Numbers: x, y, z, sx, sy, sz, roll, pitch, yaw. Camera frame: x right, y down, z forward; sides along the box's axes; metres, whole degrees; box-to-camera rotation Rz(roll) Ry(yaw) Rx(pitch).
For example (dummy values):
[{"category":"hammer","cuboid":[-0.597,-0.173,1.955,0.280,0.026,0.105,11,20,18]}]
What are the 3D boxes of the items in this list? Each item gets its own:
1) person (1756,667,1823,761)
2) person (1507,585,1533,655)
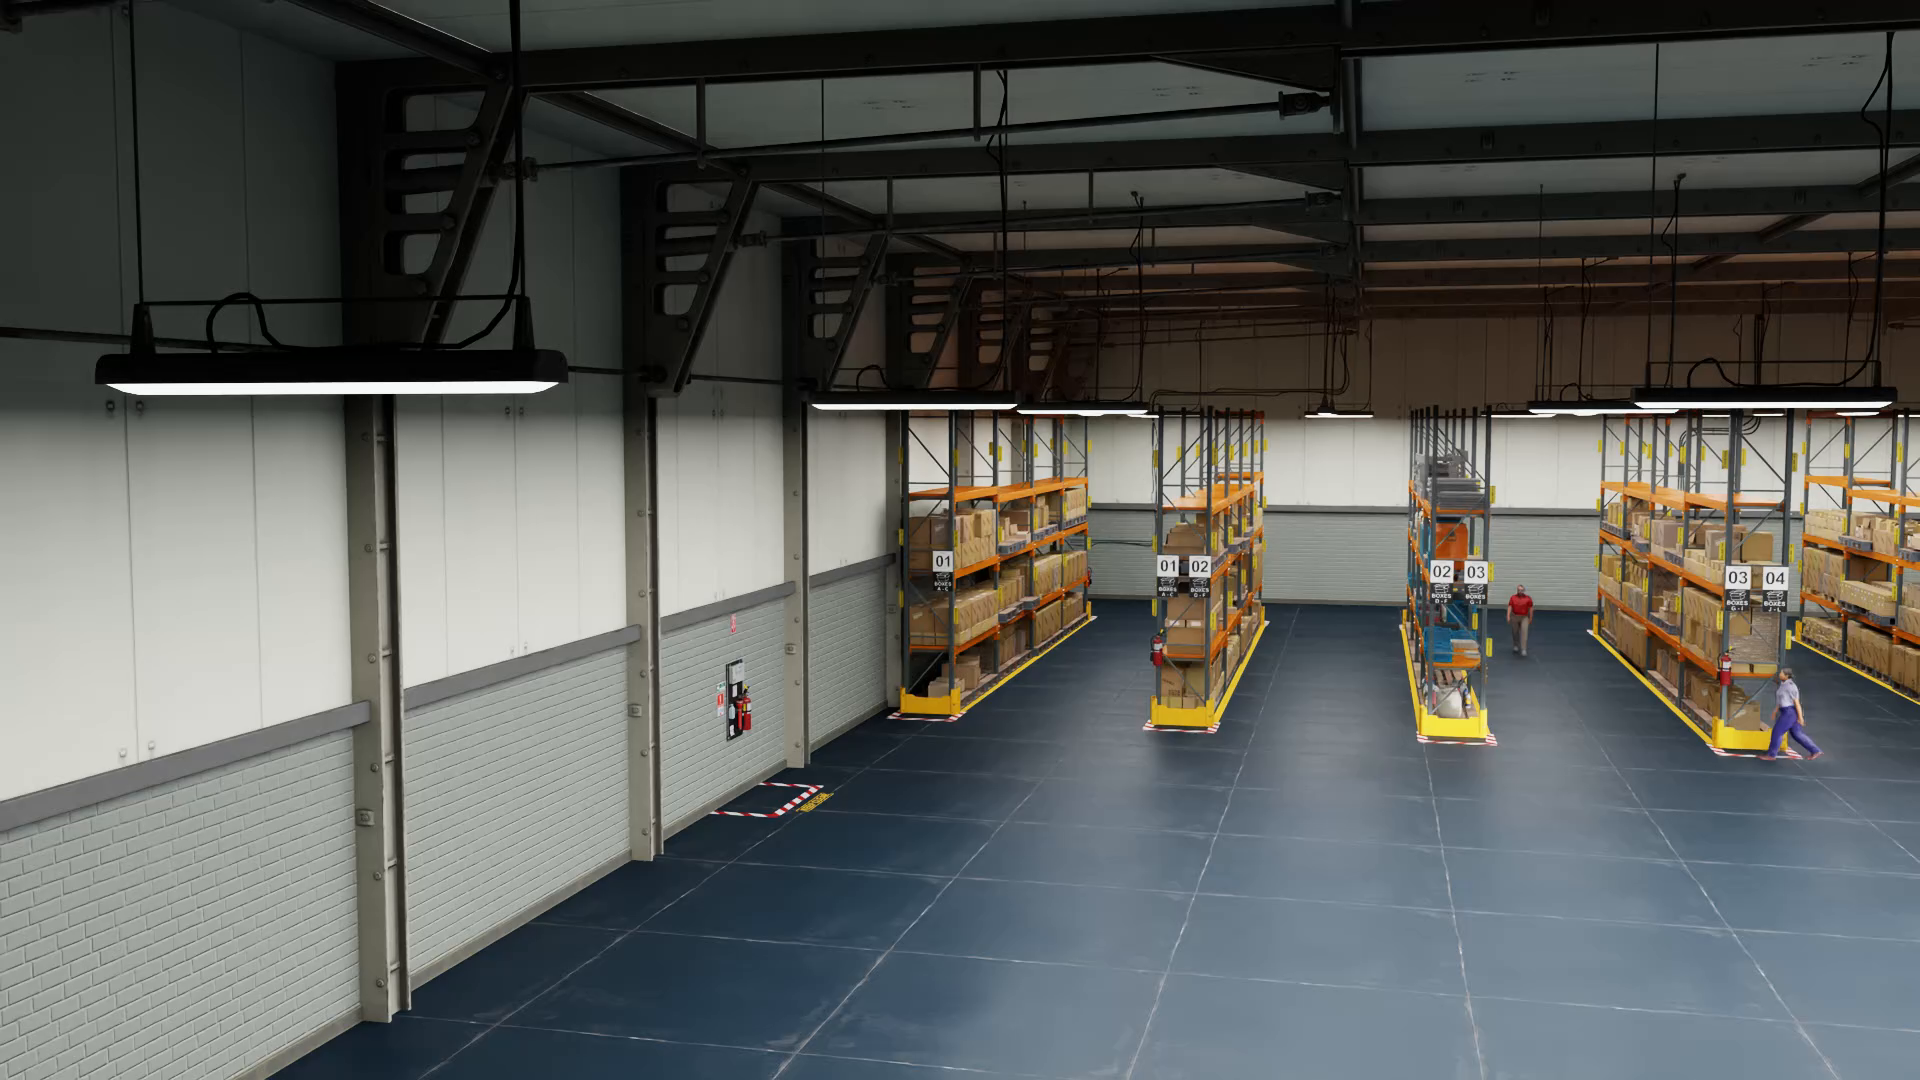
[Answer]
[{"category":"person","cuboid":[13.923,2.959,27.860,1.022,1.506,0.507,2,4,22]},{"category":"person","cuboid":[13.746,1.983,40.822,0.623,1.568,1.071,1,4,17]}]
